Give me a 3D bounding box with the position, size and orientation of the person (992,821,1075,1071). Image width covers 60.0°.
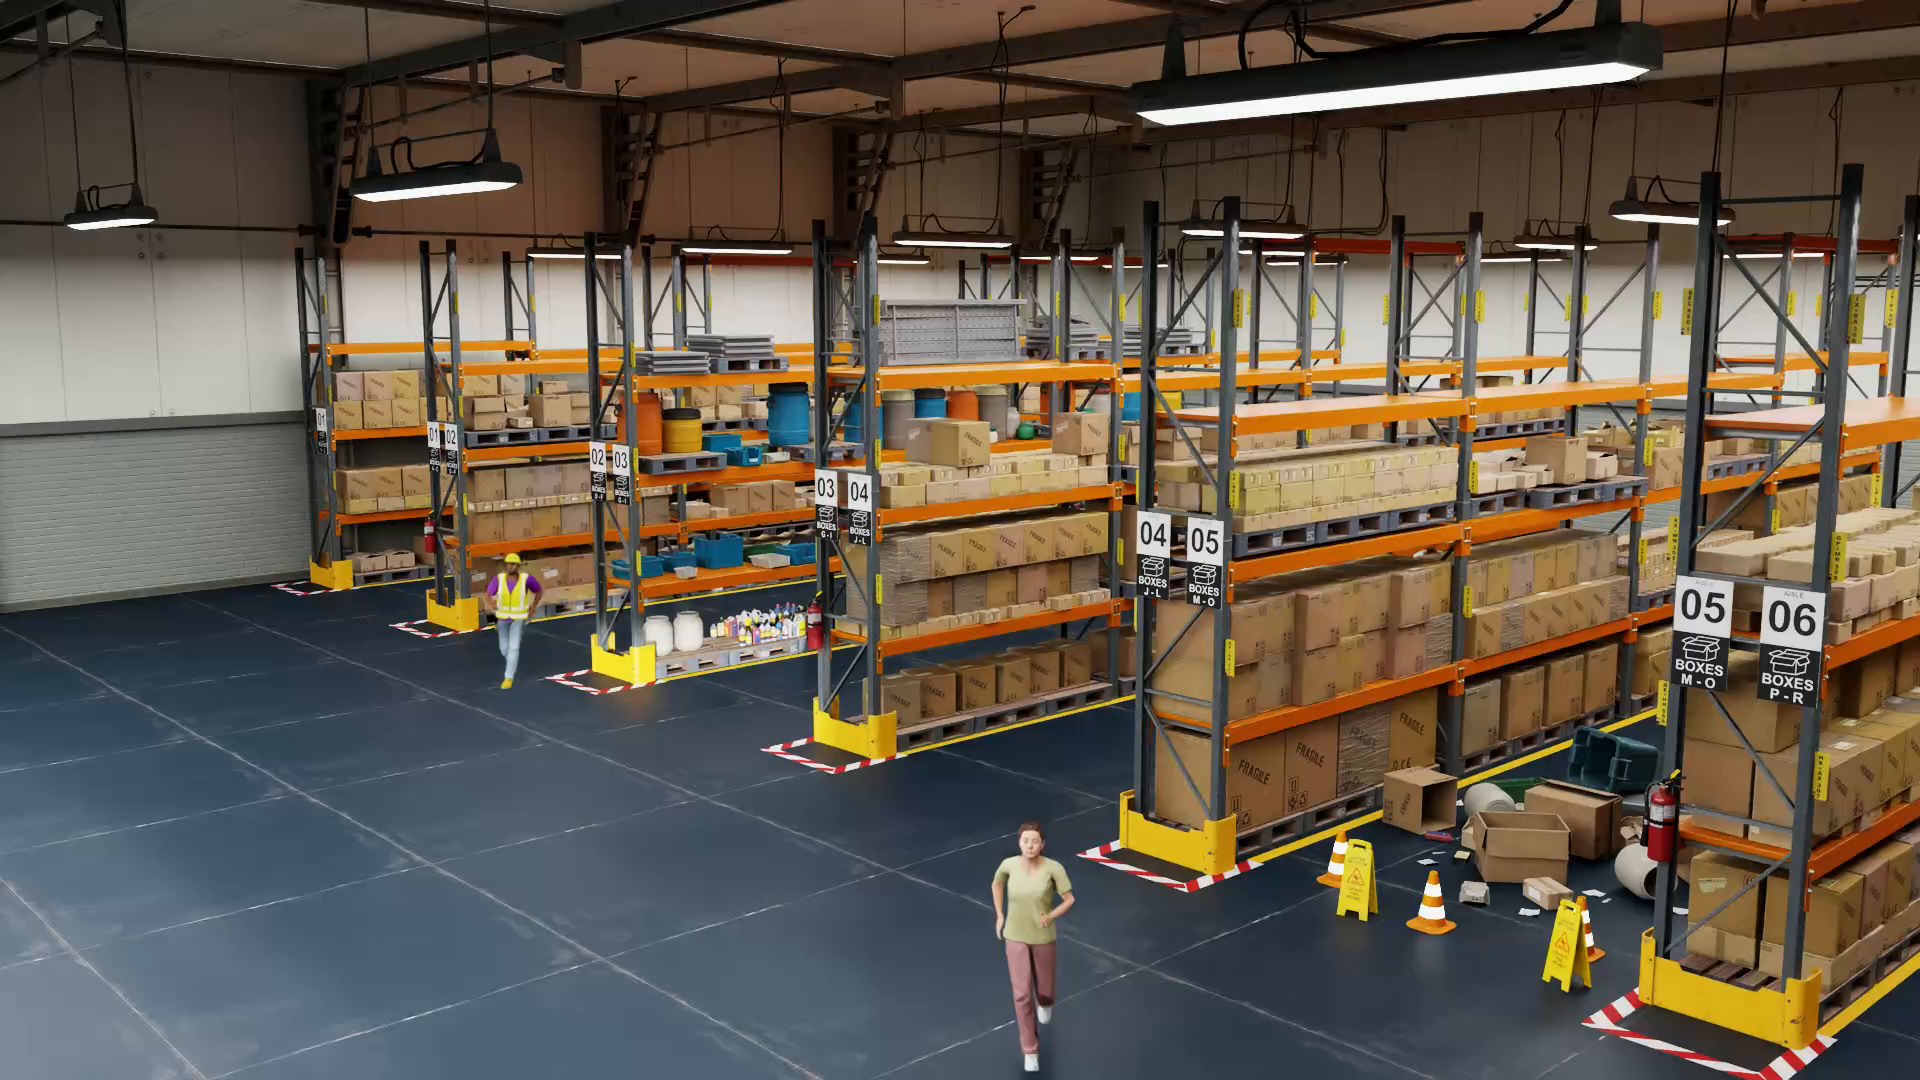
[{"bbox_3d":[0.491,2.706,11.349,0.581,1.630,0.780,1,8,8],"label":"person"}]

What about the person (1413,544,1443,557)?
[{"bbox_3d":[6.757,0.785,23.928,0.677,1.821,0.807,8,12,44],"label":"person"}]

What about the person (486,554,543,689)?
[{"bbox_3d":[-5.966,1.045,22.224,0.719,1.759,0.896,0,8,-1],"label":"person"}]
